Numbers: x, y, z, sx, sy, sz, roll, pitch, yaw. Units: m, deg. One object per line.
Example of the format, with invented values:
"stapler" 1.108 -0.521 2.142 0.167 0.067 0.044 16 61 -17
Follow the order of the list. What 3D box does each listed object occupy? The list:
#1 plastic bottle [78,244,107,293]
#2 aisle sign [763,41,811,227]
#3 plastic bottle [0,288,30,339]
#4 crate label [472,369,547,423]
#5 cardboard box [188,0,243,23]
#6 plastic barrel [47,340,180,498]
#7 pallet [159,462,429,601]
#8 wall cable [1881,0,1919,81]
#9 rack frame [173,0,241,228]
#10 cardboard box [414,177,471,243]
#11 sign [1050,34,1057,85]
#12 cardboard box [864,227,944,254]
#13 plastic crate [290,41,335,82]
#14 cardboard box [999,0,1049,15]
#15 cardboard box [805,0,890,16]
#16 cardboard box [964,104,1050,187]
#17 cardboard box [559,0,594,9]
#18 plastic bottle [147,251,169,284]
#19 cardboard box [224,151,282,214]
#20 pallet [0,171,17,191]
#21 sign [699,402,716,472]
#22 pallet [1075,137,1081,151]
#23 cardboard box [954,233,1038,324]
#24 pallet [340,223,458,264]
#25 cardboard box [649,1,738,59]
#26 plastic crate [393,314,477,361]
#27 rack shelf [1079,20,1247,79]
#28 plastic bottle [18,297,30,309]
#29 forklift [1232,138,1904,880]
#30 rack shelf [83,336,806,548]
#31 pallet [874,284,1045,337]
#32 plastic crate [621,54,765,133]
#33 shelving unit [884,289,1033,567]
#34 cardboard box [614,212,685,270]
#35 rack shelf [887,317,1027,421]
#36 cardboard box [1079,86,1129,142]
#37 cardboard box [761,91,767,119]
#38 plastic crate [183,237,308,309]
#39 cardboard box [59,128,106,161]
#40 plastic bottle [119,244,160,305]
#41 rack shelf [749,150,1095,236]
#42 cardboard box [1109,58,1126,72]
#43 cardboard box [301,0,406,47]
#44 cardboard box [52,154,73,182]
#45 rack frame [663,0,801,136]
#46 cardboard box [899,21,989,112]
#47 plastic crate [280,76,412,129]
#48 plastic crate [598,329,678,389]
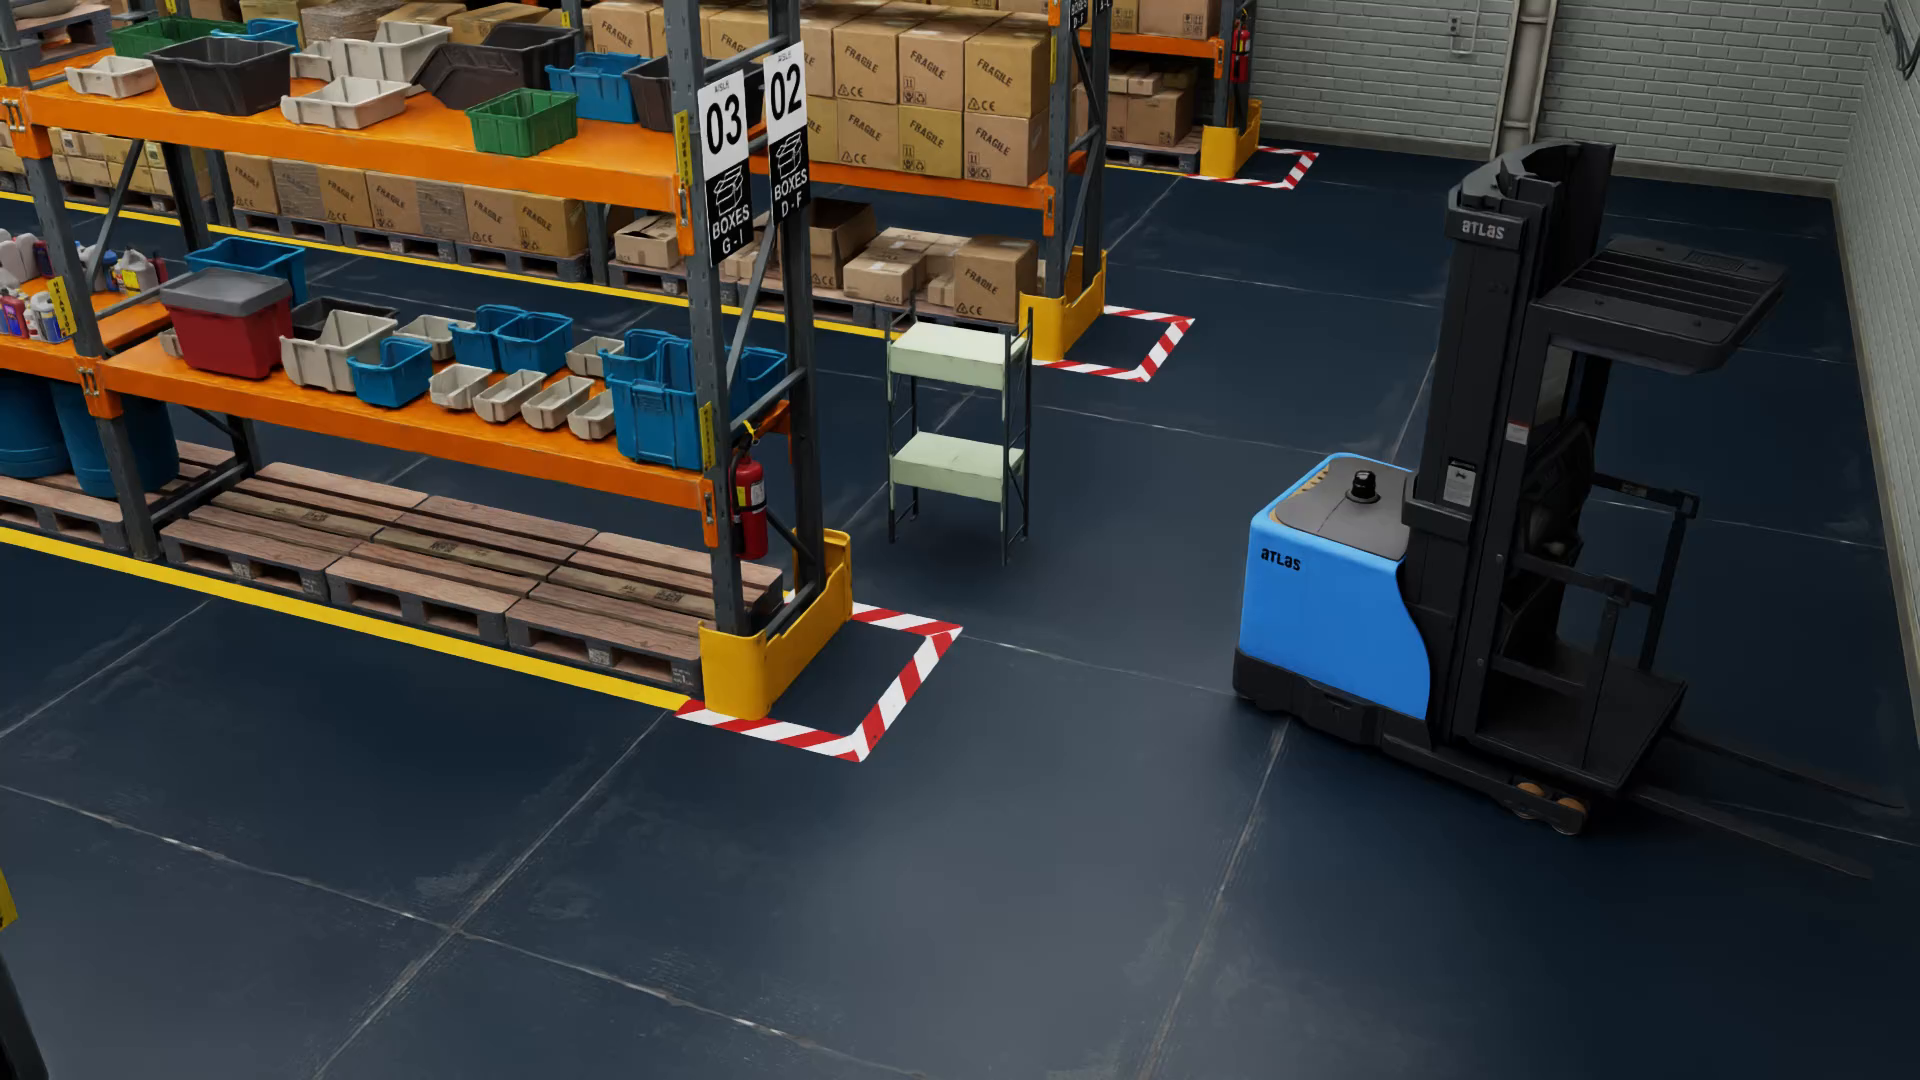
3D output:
"plastic bottle" -5.323 -1.679 10.209 0.135 0.276 0.152 11 31 19
"aisle sign" -0.814 -1.919 7.867 0.004 0.787 0.394 11 31 19
"plastic bottle" -5.417 -1.302 9.536 0.133 0.283 0.061 11 31 19
"crate label" -2.346 -0.746 8.639 0.243 0.136 0.396 11 31 19
"cardboard box" -9.364 -6.680 21.024 0.500 0.500 0.500 9 31 15
"plastic barrel" -5.196 -0.783 10.204 0.708 0.901 0.600 11 31 19
"pallet" -4.003 -0.073 10.076 1.213 0.211 1.003 11 31 19
"wall cable" 7.839 -5.233 13.431 0.112 2.526 3.097 11 31 19
"rack frame" -6.539 -4.403 14.903 0.127 3.000 1.000 11 31 19
"cardboard box" -4.317 -2.916 14.364 0.500 0.500 0.500 12 32 20
"sign" 0.647 -3.316 11.481 0.005 0.325 0.100 11 31 19
"cardboard box" -0.450 -2.333 13.587 0.500 0.250 0.500 11 31 19
"plastic crate" -3.377 -2.535 8.817 0.466 0.136 0.293 11 31 19
"cardboard box" 0.875 -5.678 16.853 0.700 0.700 0.980 10 31 17
"cardboard box" -0.858 -3.886 12.871 0.500 0.500 0.500 11 31 19
"cardboard box" 0.356 -2.926 12.187 0.500 0.500 0.500 12 32 21
"cardboard box" -4.048 -5.714 18.980 0.750 0.750 0.750 11 31 18
"plastic bottle" -4.878 -1.617 10.093 0.133 0.283 0.061 11 31 19
"cardboard box" -6.225 -3.292 15.031 0.500 0.500 0.500 13 32 21
"pallet" -9.548 -3.811 16.689 1.213 0.211 1.003 11 31 19
"sign" -1.184 -0.483 7.801 0.005 0.325 0.100 11 31 19
"pallet" 0.836 -4.307 17.568 1.213 0.211 1.003 11 31 19
"cardboard box" 0.277 -2.015 12.771 0.500 0.500 0.500 11 31 19
"pallet" -4.735 -2.808 14.914 1.213 0.211 1.003 11 31 19
"cardboard box" -2.024 -3.831 12.774 0.500 0.500 0.500 10 31 18
"plastic crate" -2.972 -1.132 9.322 0.466 0.136 0.293 11 31 19
"rack shelf" 0.880 -5.240 17.114 4.000 0.370 1.077 11 31 19
"plastic bottle" -5.404 -1.306 9.625 0.097 0.201 0.097 0 29 0
"forklift" 2.903 -0.203 7.542 3.031 2.935 1.130 20 35 32
"rack shelf" -2.845 -0.722 9.122 4.000 0.370 1.077 11 31 19
"pallet" 0.064 -1.870 13.256 1.213 0.211 1.003 11 31 19
"plastic crate" -1.244 -2.113 7.935 0.590 0.269 0.497 11 31 19
"shelving unit" -0.006 -0.654 9.794 0.755 1.500 0.431 11 31 19
"cardboard box" -2.525 -2.508 13.836 0.500 0.311 0.500 11 31 19
"rack shelf" -0.006 -0.994 9.602 0.720 0.370 0.431 11 31 19
"cardboard box" 1.583 -4.454 17.106 0.500 0.500 0.700 11 31 19
"cardboard box" -1.525 -3.302 12.852 0.500 0.500 0.500 11 31 19
"plastic crate" -4.138 -1.494 9.711 0.575 0.384 0.392 11 31 19
"cardboard box" -8.068 -3.806 15.644 0.500 0.311 0.500 11 31 19
"plastic bottle" -4.940 -1.604 10.002 0.185 0.351 0.144 11 31 19
"rack shelf" -0.979 -2.980 13.117 4.000 0.370 1.077 11 31 19
"cardboard box" 1.536 -4.852 17.151 0.250 0.149 0.380 12 31 20
"cardboard box" -5.138 -4.308 14.207 0.500 0.500 0.700 18 34 28
"cardboard box" -8.540 -3.657 15.951 0.500 0.250 0.500 12 32 20
"rack frame" -0.992 -3.277 6.814 0.127 3.000 1.000 11 31 19
"cardboard box" -0.110 -3.452 12.103 0.500 0.500 0.500 12 32 20
"plastic crate" -3.000 -2.126 8.093 0.530 0.136 0.437 11 31 19
"plastic crate" -1.707 -0.936 8.879 0.300 0.233 0.416 11 31 19
